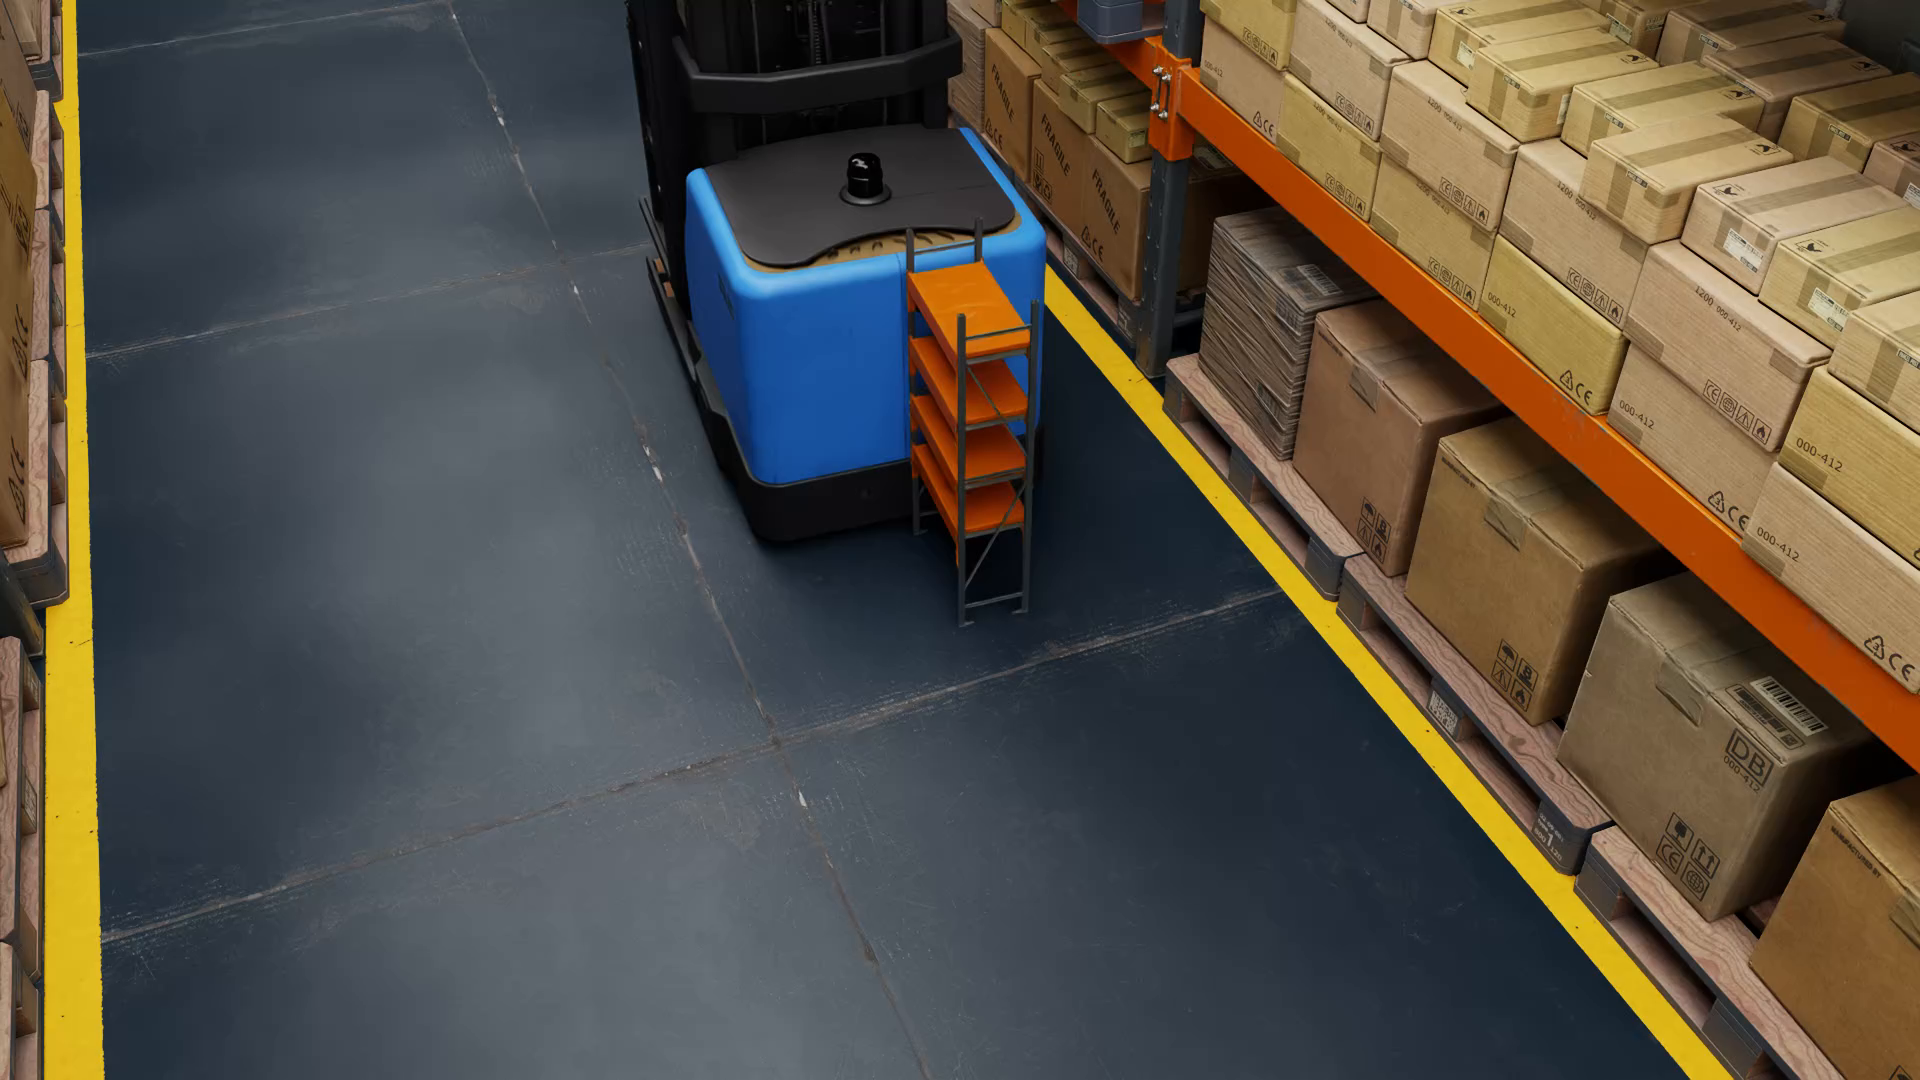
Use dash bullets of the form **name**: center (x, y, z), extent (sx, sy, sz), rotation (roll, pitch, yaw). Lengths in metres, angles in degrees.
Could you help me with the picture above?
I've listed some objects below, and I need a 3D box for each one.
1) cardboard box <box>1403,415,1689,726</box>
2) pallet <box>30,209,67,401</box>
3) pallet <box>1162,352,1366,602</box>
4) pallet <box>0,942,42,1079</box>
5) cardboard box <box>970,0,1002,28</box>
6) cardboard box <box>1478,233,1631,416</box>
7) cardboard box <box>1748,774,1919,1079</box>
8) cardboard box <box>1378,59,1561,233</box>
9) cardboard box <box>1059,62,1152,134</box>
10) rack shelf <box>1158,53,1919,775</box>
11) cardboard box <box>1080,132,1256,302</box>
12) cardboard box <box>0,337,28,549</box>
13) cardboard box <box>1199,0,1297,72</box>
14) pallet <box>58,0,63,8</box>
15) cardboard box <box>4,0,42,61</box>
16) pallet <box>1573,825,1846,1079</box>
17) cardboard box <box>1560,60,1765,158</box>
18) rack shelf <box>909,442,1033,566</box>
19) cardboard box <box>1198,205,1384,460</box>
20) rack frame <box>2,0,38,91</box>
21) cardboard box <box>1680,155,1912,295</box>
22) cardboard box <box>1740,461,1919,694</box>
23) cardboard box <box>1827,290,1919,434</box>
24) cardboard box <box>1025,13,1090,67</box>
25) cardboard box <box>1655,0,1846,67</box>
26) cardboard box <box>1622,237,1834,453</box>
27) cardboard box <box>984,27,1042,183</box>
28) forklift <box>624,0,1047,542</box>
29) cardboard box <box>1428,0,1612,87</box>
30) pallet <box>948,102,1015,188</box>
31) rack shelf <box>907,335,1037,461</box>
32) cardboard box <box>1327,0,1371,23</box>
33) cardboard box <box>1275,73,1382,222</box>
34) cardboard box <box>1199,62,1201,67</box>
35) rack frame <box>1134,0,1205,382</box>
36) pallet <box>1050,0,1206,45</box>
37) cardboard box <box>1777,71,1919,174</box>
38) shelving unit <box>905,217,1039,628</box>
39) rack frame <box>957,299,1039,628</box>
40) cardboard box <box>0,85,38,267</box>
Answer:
- **cardboard box**: center (1.914, 0.002, 4.946), extent (0.875, 0.625, 0.625), rotation (-17, 43, -19)
- **pallet**: center (-4.106, -0.845, 6.571), extent (1.003, 0.211, 1.213), rotation (-15, 43, -17)
- **pallet**: center (1.452, -0.353, 5.998), extent (1.003, 0.211, 1.213), rotation (-15, 43, -17)
- **pallet**: center (-2.651, 1.587, 3.742), extent (1.003, 0.211, 1.213), rotation (-15, 43, -17)
- **cardboard box**: center (0.269, -2.413, 7.353), extent (0.380, 0.149, 0.250), rotation (-17, 44, -19)
- **cardboard box**: center (1.705, -0.605, 4.268), extent (0.500, 0.250, 0.500), rotation (-14, 43, -15)
- **cardboard box**: center (2.494, 0.924, 3.874), extent (0.875, 0.625, 0.625), rotation (-13, 42, -15)
- **cardboard box**: center (1.491, -1.098, 4.458), extent (0.500, 0.250, 0.500), rotation (-16, 43, -18)
- **cardboard box**: center (0.617, -1.764, 6.598), extent (0.380, 0.149, 0.250), rotation (-17, 44, -19)
- **rack shelf**: center (1.938, -0.438, 4.510), extent (1.077, 0.370, 4.000), rotation (-15, 43, -17)
- **cardboard box**: center (0.813, -1.328, 6.589), extent (0.500, 0.500, 0.500), rotation (-14, 43, -16)
- **cardboard box**: center (-3.599, -0.465, 5.298), extent (0.875, 0.875, 0.875), rotation (-15, 43, -17)
- **cardboard box**: center (1.094, -1.714, 5.174), extent (0.500, 0.250, 0.500), rotation (-15, 43, -17)
- **pallet**: center (-5.631, -3.241, 9.357), extent (1.003, 0.211, 1.213), rotation (-15, 43, -17)
- **cardboard box**: center (-5.083, -2.677, 8.206), extent (0.875, 0.438, 0.875), rotation (-16, 43, -17)
- **pallet**: center (2.386, 1.117, 4.289), extent (1.003, 0.211, 1.213), rotation (-15, 43, -17)
- **cardboard box**: center (1.715, -1.026, 4.069), extent (0.380, 0.149, 0.250), rotation (-15, 43, -17)
- **rack shelf**: center (0.030, -0.146, 5.407), extent (0.258, 0.148, 0.480), rotation (-12, 42, -14)
- **cardboard box**: center (1.399, -0.795, 5.873), extent (0.875, 0.625, 0.625), rotation (-14, 43, -16)
- **rack frame**: center (-4.942, -3.085, 7.036), extent (1.000, 3.000, 0.127), rotation (-15, 43, -17)
- **cardboard box**: center (1.851, -0.703, 3.692), extent (0.380, 0.149, 0.250), rotation (-15, 43, -16)
- **cardboard box**: center (2.072, 0.011, 3.551), extent (0.500, 0.250, 0.500), rotation (-15, 43, -17)
- **cardboard box**: center (1.984, -0.377, 3.314), extent (0.380, 0.149, 0.250), rotation (-16, 43, -18)
- **cardboard box**: center (0.498, -2.104, 6.994), extent (0.380, 0.149, 0.250), rotation (-14, 43, -16)
- **cardboard box**: center (2.090, -1.316, 4.406), extent (0.380, 0.149, 0.250), rotation (-16, 43, -18)
- **cardboard box**: center (1.886, -0.488, 3.749), extent (0.500, 0.250, 0.500), rotation (-14, 43, -16)
- **cardboard box**: center (0.428, -1.947, 7.308), extent (0.500, 0.500, 0.500), rotation (-13, 42, -15)
- **forklift**: center (-0.660, -2.076, 5.917), extent (1.130, 2.935, 3.031), rotation (-12, 42, -14)
- **cardboard box**: center (1.484, -1.327, 4.418), extent (0.380, 0.149, 0.250), rotation (-15, 43, -16)
- **pallet**: center (0.459, -2.051, 7.973), extent (1.003, 0.211, 1.213), rotation (-15, 43, -17)
- **rack shelf**: center (0.030, -0.466, 5.132), extent (0.258, 0.148, 0.480), rotation (-12, 42, -14)
- **cardboard box**: center (1.248, -1.625, 4.765), extent (0.380, 0.149, 0.250), rotation (-14, 43, -16)
- **cardboard box**: center (1.305, -1.226, 4.990), extent (0.500, 0.250, 0.500), rotation (-16, 43, -18)
- **cardboard box**: center (1.185, -1.932, 6.793), extent (0.380, 0.149, 0.250), rotation (-14, 43, -16)
- **rack frame**: center (1.173, -1.916, 5.677), extent (1.000, 3.000, 0.127), rotation (-15, 43, -17)
- **pallet**: center (0.849, -2.234, 6.194), extent (1.213, 0.211, 1.003), rotation (-15, 43, -17)
- **cardboard box**: center (2.227, -0.985, 4.021), extent (0.380, 0.149, 0.250), rotation (-15, 43, -16)
- **shelving unit**: center (0.030, -0.347, 5.234), extent (0.258, 1.200, 0.503), rotation (-12, 42, -14)
- **rack frame**: center (0.108, -0.197, 5.058), extent (0.240, 1.200, 0.015), rotation (-12, 42, -14)
- **cardboard box**: center (-4.278, -1.542, 6.551), extent (0.875, 0.875, 0.875), rotation (-14, 43, -16)
